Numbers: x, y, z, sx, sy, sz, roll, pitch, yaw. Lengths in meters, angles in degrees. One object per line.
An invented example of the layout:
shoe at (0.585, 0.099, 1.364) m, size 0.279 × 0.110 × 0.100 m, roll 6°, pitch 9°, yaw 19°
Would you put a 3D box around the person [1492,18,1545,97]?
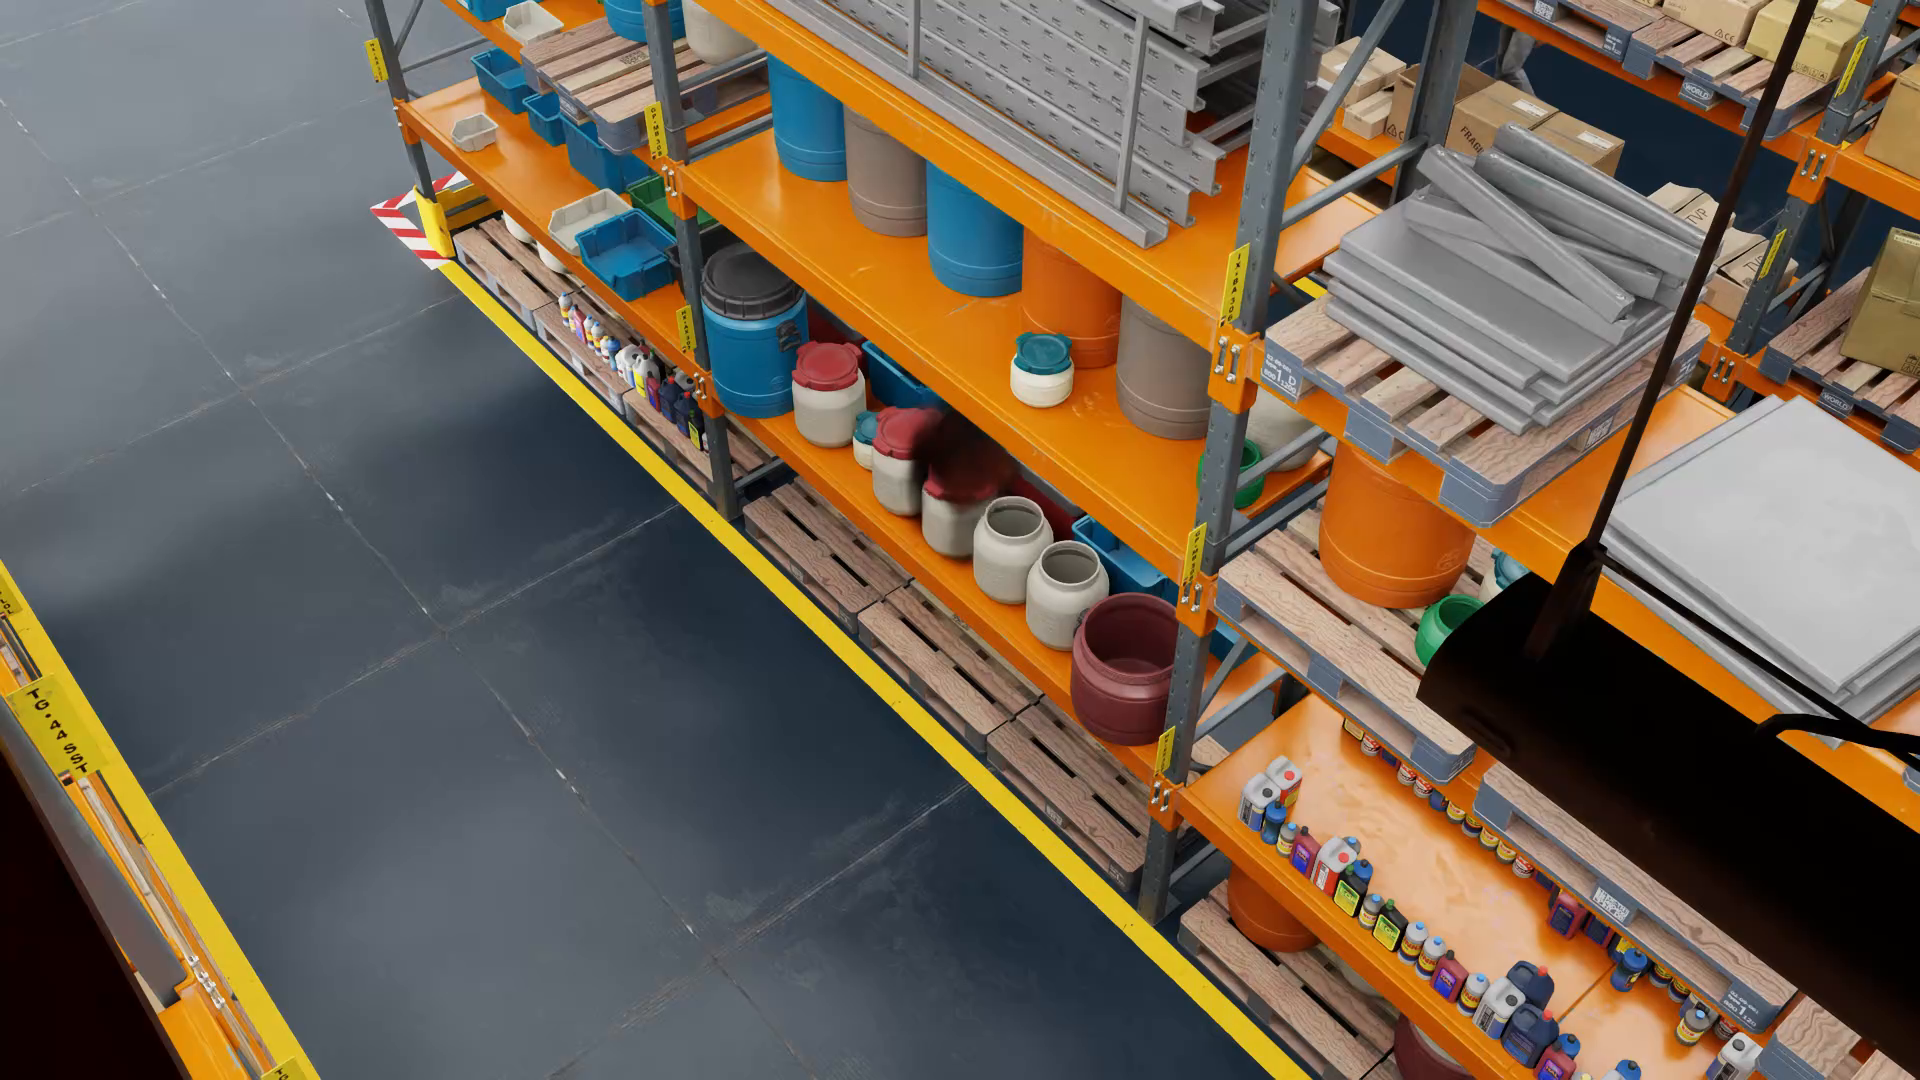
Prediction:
person at (4.715, -4.384, 13.941) m, size 0.428 × 1.784 × 0.579 m, roll -11°, pitch 47°, yaw -10°
